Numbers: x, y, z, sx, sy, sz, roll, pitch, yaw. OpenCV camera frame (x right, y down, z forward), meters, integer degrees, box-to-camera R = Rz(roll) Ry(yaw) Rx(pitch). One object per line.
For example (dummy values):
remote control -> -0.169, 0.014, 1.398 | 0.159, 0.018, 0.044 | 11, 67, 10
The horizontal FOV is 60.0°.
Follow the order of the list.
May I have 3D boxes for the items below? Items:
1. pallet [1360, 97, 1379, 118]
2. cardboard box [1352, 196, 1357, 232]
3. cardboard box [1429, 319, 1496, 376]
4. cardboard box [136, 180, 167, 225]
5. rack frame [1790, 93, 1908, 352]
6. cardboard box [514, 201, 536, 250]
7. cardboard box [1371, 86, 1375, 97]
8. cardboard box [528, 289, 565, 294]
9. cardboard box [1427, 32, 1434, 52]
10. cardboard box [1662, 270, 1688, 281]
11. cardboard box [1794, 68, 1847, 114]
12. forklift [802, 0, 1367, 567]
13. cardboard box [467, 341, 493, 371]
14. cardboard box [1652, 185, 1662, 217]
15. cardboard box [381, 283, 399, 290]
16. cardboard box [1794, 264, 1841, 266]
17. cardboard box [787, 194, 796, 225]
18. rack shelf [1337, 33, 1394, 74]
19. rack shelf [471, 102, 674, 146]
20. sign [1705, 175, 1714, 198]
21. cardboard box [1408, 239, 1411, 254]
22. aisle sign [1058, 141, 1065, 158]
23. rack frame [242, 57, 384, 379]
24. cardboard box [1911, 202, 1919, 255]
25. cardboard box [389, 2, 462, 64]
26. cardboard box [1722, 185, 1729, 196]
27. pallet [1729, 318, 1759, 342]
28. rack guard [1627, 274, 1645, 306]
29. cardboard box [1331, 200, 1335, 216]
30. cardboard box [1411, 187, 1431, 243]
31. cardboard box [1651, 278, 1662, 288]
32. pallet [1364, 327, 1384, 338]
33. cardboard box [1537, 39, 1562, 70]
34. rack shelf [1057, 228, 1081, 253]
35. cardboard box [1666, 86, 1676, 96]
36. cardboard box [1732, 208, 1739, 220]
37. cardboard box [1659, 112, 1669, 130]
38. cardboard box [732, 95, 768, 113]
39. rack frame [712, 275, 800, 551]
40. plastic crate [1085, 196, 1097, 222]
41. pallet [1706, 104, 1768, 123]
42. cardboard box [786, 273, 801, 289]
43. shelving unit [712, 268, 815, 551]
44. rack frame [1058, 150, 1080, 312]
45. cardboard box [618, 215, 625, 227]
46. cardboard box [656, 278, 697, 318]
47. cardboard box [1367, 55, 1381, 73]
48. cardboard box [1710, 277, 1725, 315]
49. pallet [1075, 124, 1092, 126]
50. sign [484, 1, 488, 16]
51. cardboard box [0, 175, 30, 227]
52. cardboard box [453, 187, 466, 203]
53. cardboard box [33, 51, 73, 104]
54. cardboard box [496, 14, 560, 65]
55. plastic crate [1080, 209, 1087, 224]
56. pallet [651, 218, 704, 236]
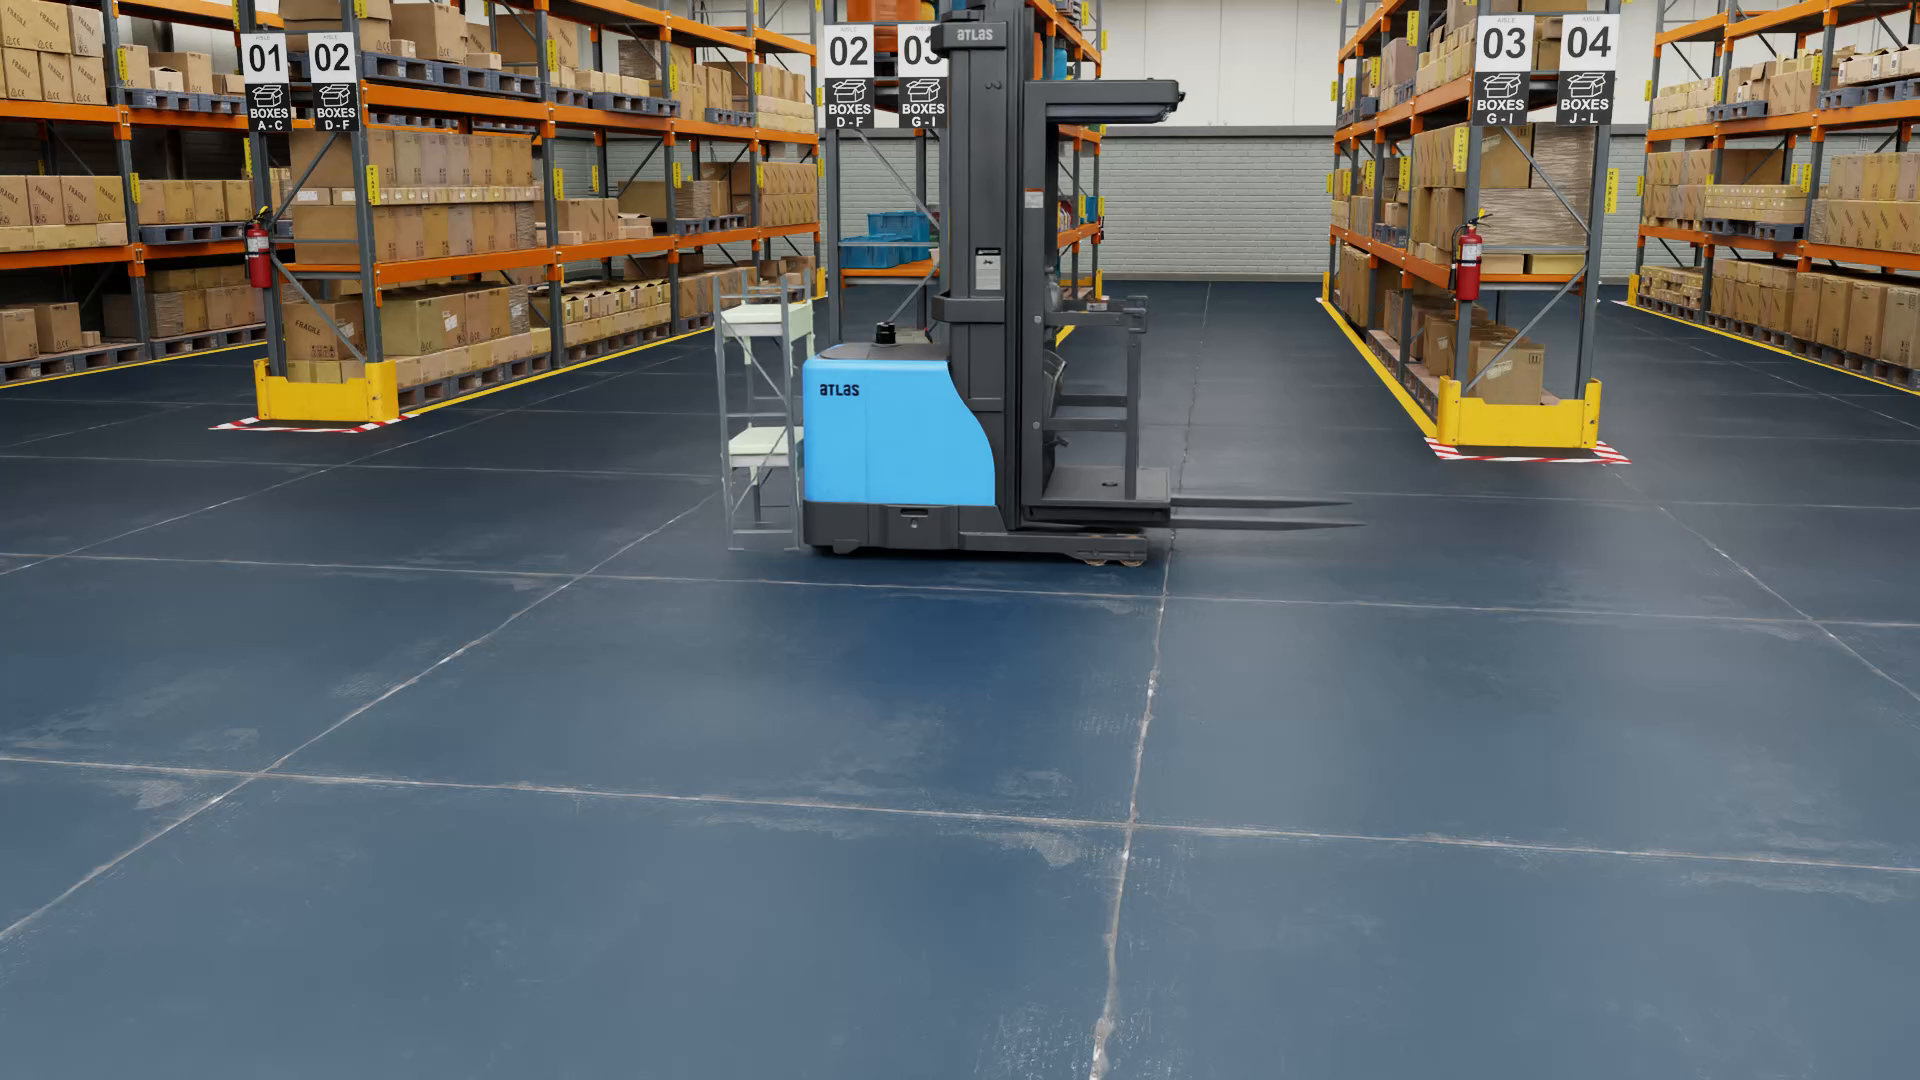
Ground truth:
pallet -> 5.606, -5.382, 20.675 | 1.213, 0.211, 1.003 | 2, 12, 11
cardboard box -> 5.780, -4.562, 23.302 | 0.500, 0.500, 0.500 | 2, 12, 9
cardboard box -> 4.763, -1.822, 15.762 | 0.500, 0.500, 0.500 | 6, 14, 27
cardboard box -> -9.627, -3.890, 19.142 | 0.700, 0.500, 0.500 | 2, 12, 9
rack frame -> 10.445, -3.691, 19.498 | 1.000, 3.000, 0.127 | 2, 12, 9
cardboard box -> -4.906, -3.318, 17.531 | 0.700, 0.500, 0.500 | 2, 12, 7
cardboard box -> 5.917, -6.108, 22.808 | 0.500, 0.311, 0.500 | 1, 12, 7
cardboard box -> -4.912, -2.803, 19.577 | 0.500, 0.311, 0.500 | 2, 12, 8
cardboard box -> 5.258, -5.053, 17.456 | 0.797, 0.503, 0.637 | 2, 12, 11
cardboard box -> 11.076, -4.086, 25.690 | 0.380, 0.149, 0.250 | 2, 12, 10
cardboard box -> 10.282, -5.333, 19.762 | 0.500, 0.500, 0.500 | 2, 12, 9
forklift -> 0.696, -1.407, 9.065 | 3.031, 2.935, 1.130 | 1, 12, 7
cardboard box -> -4.924, -1.807, 16.286 | 0.500, 0.250, 0.500 | 2, 12, 9
cardboard box -> 11.276, -5.353, 26.271 | 0.500, 0.500, 0.500 | 2, 12, 9
cardboard box -> -8.740, -3.839, 24.294 | 0.750, 0.750, 0.750 | 2, 12, 8
cardboard box -> 10.957, -3.384, 21.234 | 0.500, 0.250, 0.500 | 2, 12, 9
cardboard box -> -3.034, -5.490, 27.608 | 0.500, 0.500, 0.500 | 2, 12, 8
rack shelf -> 6.482, -7.507, 25.623 | 1.077, 0.370, 4.000 | 2, 12, 9
rack shelf -> -4.536, -4.892, 19.662 | 1.077, 0.370, 4.000 | 2, 12, 9
sign -> 10.523, -4.962, 23.345 | 0.100, 0.325, 0.005 | 2, 12, 9
cardboard box -> 4.614, -2.882, 16.342 | 0.380, 0.149, 0.250 | 2, 12, 9
aisle sign -> 1.613, -6.994, 28.654 | 0.394, 0.787, 0.004 | 2, 12, 9
rack frame -> -5.459, -2.529, 14.107 | 1.000, 3.000, 0.127 | 2, 12, 9
cardboard box -> 9.646, -3.024, 16.168 | 0.500, 0.500, 0.500 | 2, 12, 8
cardboard box -> -4.933, -4.655, 15.285 | 0.500, 0.500, 0.500 | 2, 12, 9
cardboard box -> 10.425, -4.666, 22.212 | 0.380, 0.149, 0.250 | 2, 12, 8
pallet -> 10.756, -2.743, 21.722 | 1.003, 0.211, 1.213 | 2, 12, 9
rack guard -> 11.663, -4.118, 27.416 | 1.175, 0.500, 0.348 | 2, 12, 9
cardboard box -> 6.449, -5.519, 27.630 | 0.500, 0.250, 0.500 | 2, 12, 7
cardboard box -> 4.702, -3.039, 15.533 | 0.875, 0.500, 0.500 | 2, 12, 9
cardboard box -> 11.146, -4.053, 26.246 | 0.380, 0.149, 0.250 | 2, 12, 10
pallet -> 5.755, -2.671, 21.386 | 1.003, 0.211, 1.213 | 2, 12, 9
cardboard box -> 4.659, -3.692, 12.740 | 0.500, 0.250, 0.500 | 2, 12, 10
rack shelf -> 0.973, -4.097, 23.094 | 1.077, 0.370, 4.000 | 2, 12, 9
cardboard box -> 11.191, -6.971, 25.823 | 0.380, 0.149, 0.250 | 2, 12, 9
cardboard box -> 10.349, -4.267, 21.771 | 0.380, 0.149, 0.250 | 2, 12, 8
cardboard box -> 11.268, -6.554, 26.022 | 0.500, 0.250, 0.500 | 2, 12, 10
cardboard box -> -3.293, -6.757, 25.778 | 0.500, 0.250, 0.500 | 2, 12, 9
rack frame -> -1.107, -0.679, 9.054 | 0.400, 1.500, 0.023 | -1, 12, 5
plastic crate -> 2.029, -5.669, 28.452 | 0.616, 0.435, 0.499 | 2, 12, 9
pallet -> 10.860, -5.773, 22.485 | 1.213, 0.211, 1.003 | 2, 12, 9
cardboard box -> -3.014, -4.412, 28.330 | 0.500, 0.250, 0.500 | 2, 12, 9
shelving unit -> -1.077, -0.756, 9.411 | 0.431, 1.500, 0.755 | -1, 12, 5
rack frame -> 1.281, -4.865, 24.950 | 1.000, 3.000, 0.127 | 2, 12, 9
cardboard box -> -4.557, -3.971, 21.009 | 0.500, 0.311, 0.500 | 2, 12, 8
cardboard box -> -3.876, -3.273, 22.448 | 0.500, 0.500, 0.500 | 2, 12, 11
cardboard box -> 6.326, -7.037, 24.652 | 0.500, 0.250, 0.500 | 1, 12, 5
cardboard box -> 10.684, -3.361, 22.907 | 0.500, 0.500, 0.500 | 2, 12, 11
pallet -> 1.257, -6.073, 23.882 | 1.213, 0.211, 1.003 | 2, 12, 9
sign -> -8.441, -9.505, 29.645 | 0.100, 0.325, 0.005 | 2, 12, 9
cardboard box -> -9.745, -3.399, 16.673 | 0.500, 0.500, 0.500 | 2, 12, 10
cardboard box -> -4.948, -3.289, 15.860 | 0.380, 0.149, 0.250 | 2, 12, 9
cardboard box -> -9.663, -4.828, 17.372 | 0.500, 0.500, 0.500 | 1, 12, 4
cardboard box -> -4.710, -5.453, 18.137 | 0.500, 0.500, 0.500 | 2, 12, 9
plastic crate -> 1.833, -5.210, 26.803 | 0.416, 0.233, 0.300 | 2, 12, 9
pallet -> -4.194, -4.244, 22.520 | 1.213, 0.211, 1.003 | 2, 12, 9
